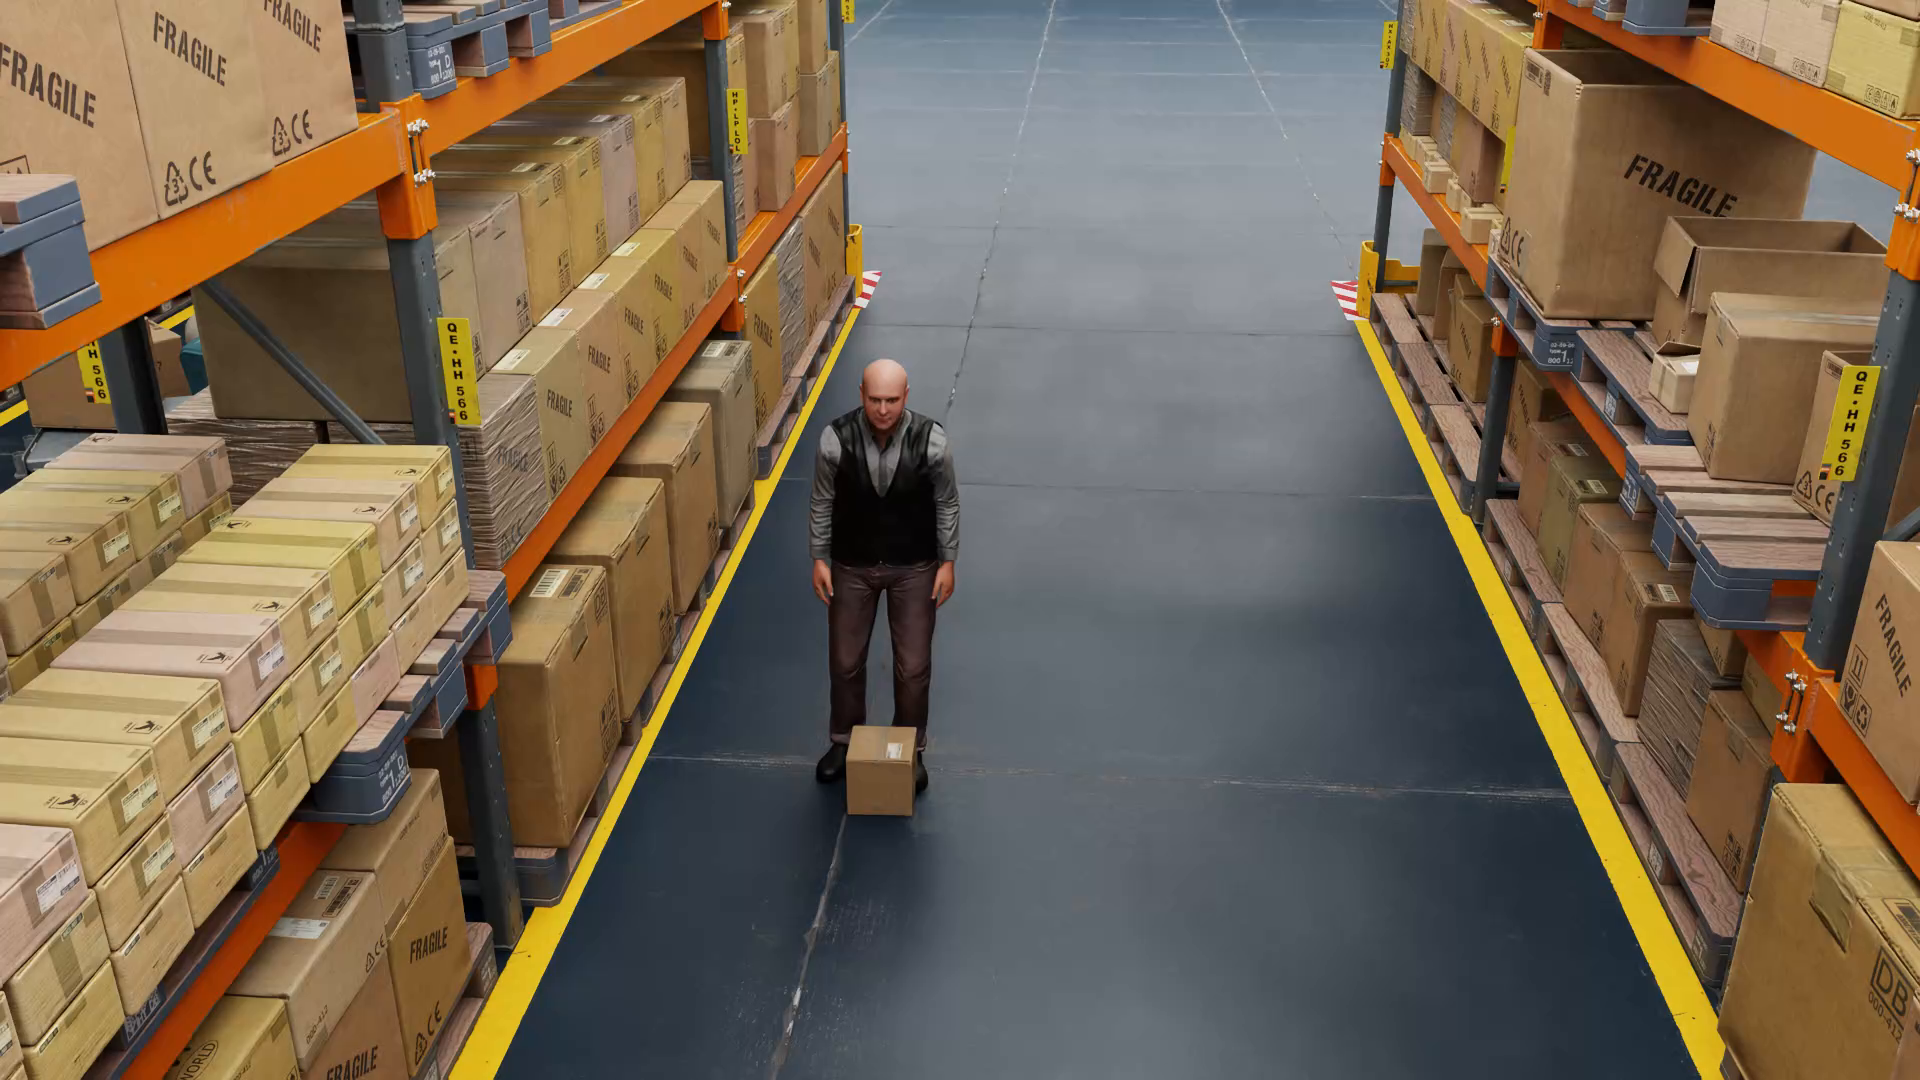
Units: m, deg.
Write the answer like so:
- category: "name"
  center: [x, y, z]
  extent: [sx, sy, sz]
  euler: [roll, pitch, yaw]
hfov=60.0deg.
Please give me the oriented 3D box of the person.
- category: "person"
  center: [-0.289, 0.117, 6.375]
  extent: [0.575, 1.720, 0.474]
  euler: [1, 24, 2]
